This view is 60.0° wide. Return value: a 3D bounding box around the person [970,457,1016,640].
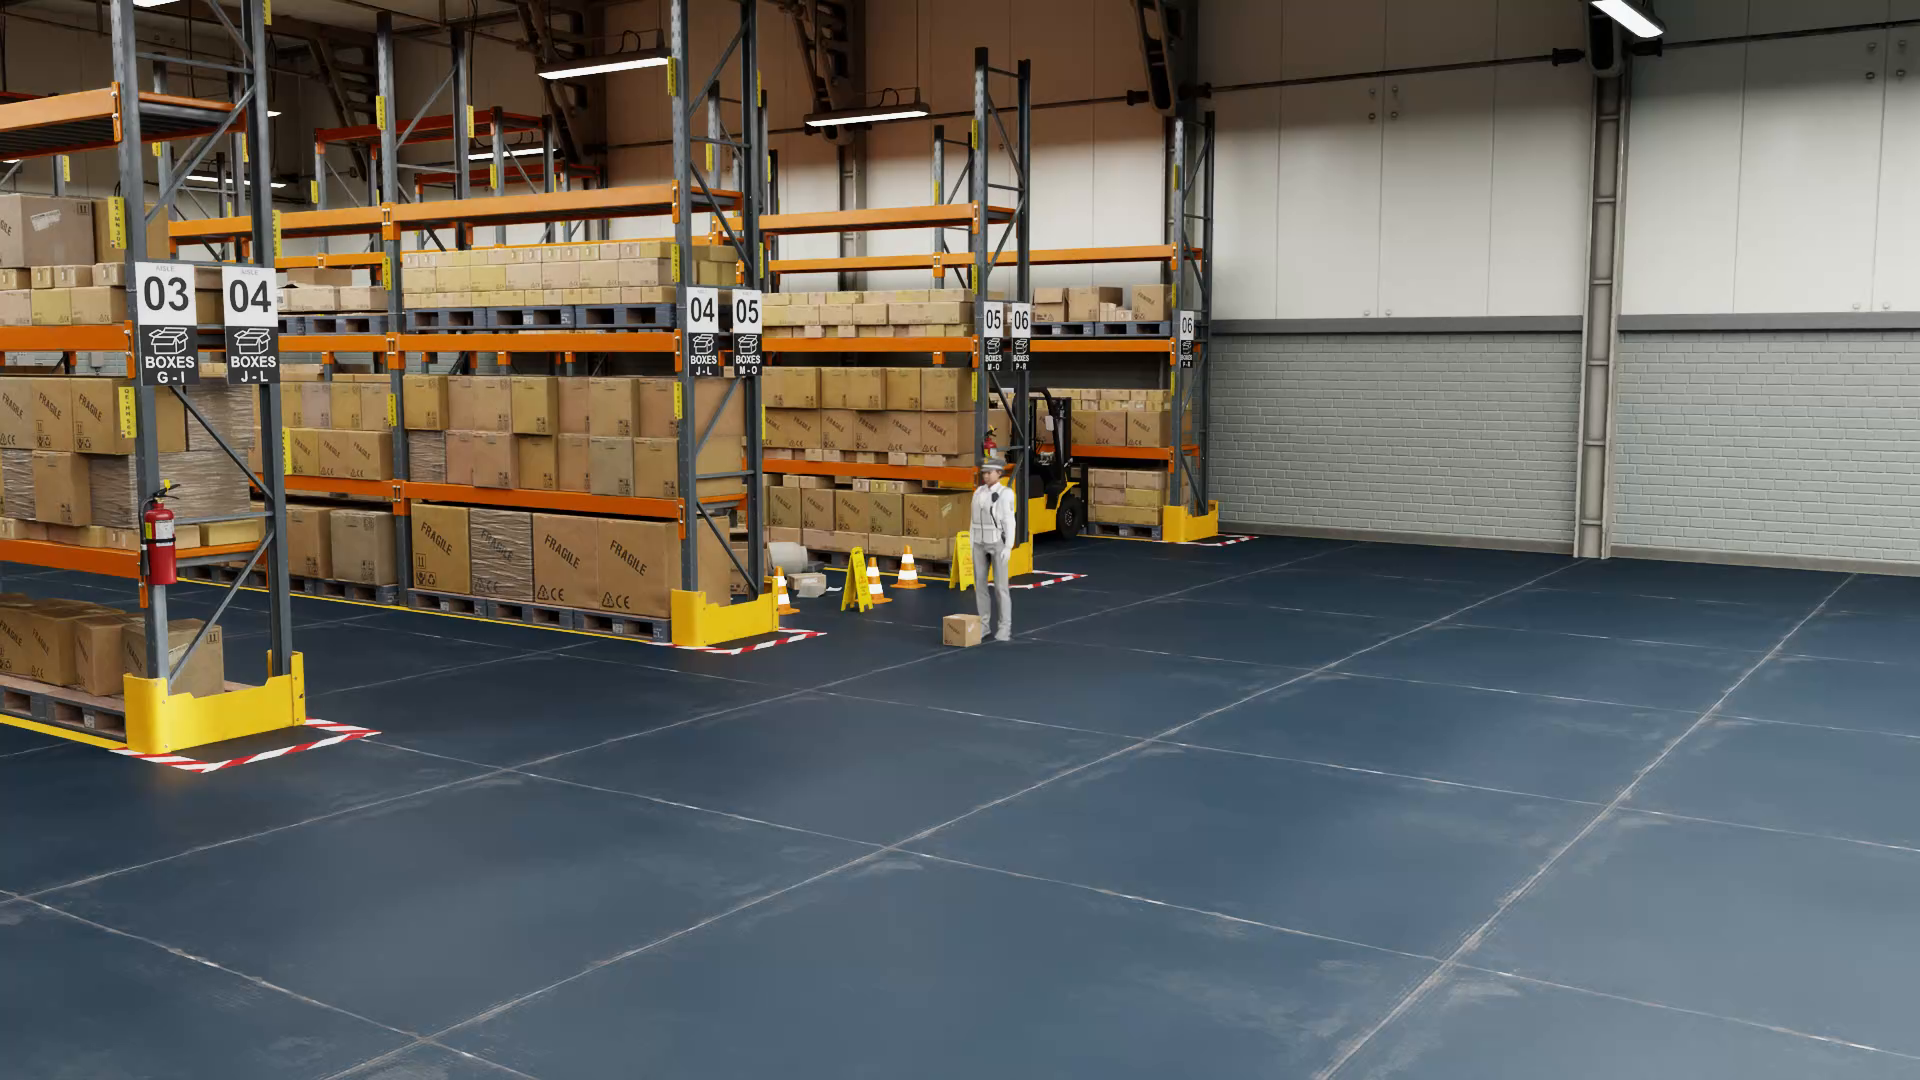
[{"bbox_3d":[0.287,0.074,15.341,0.477,1.694,0.337,5,8,35],"label":"person"}]
